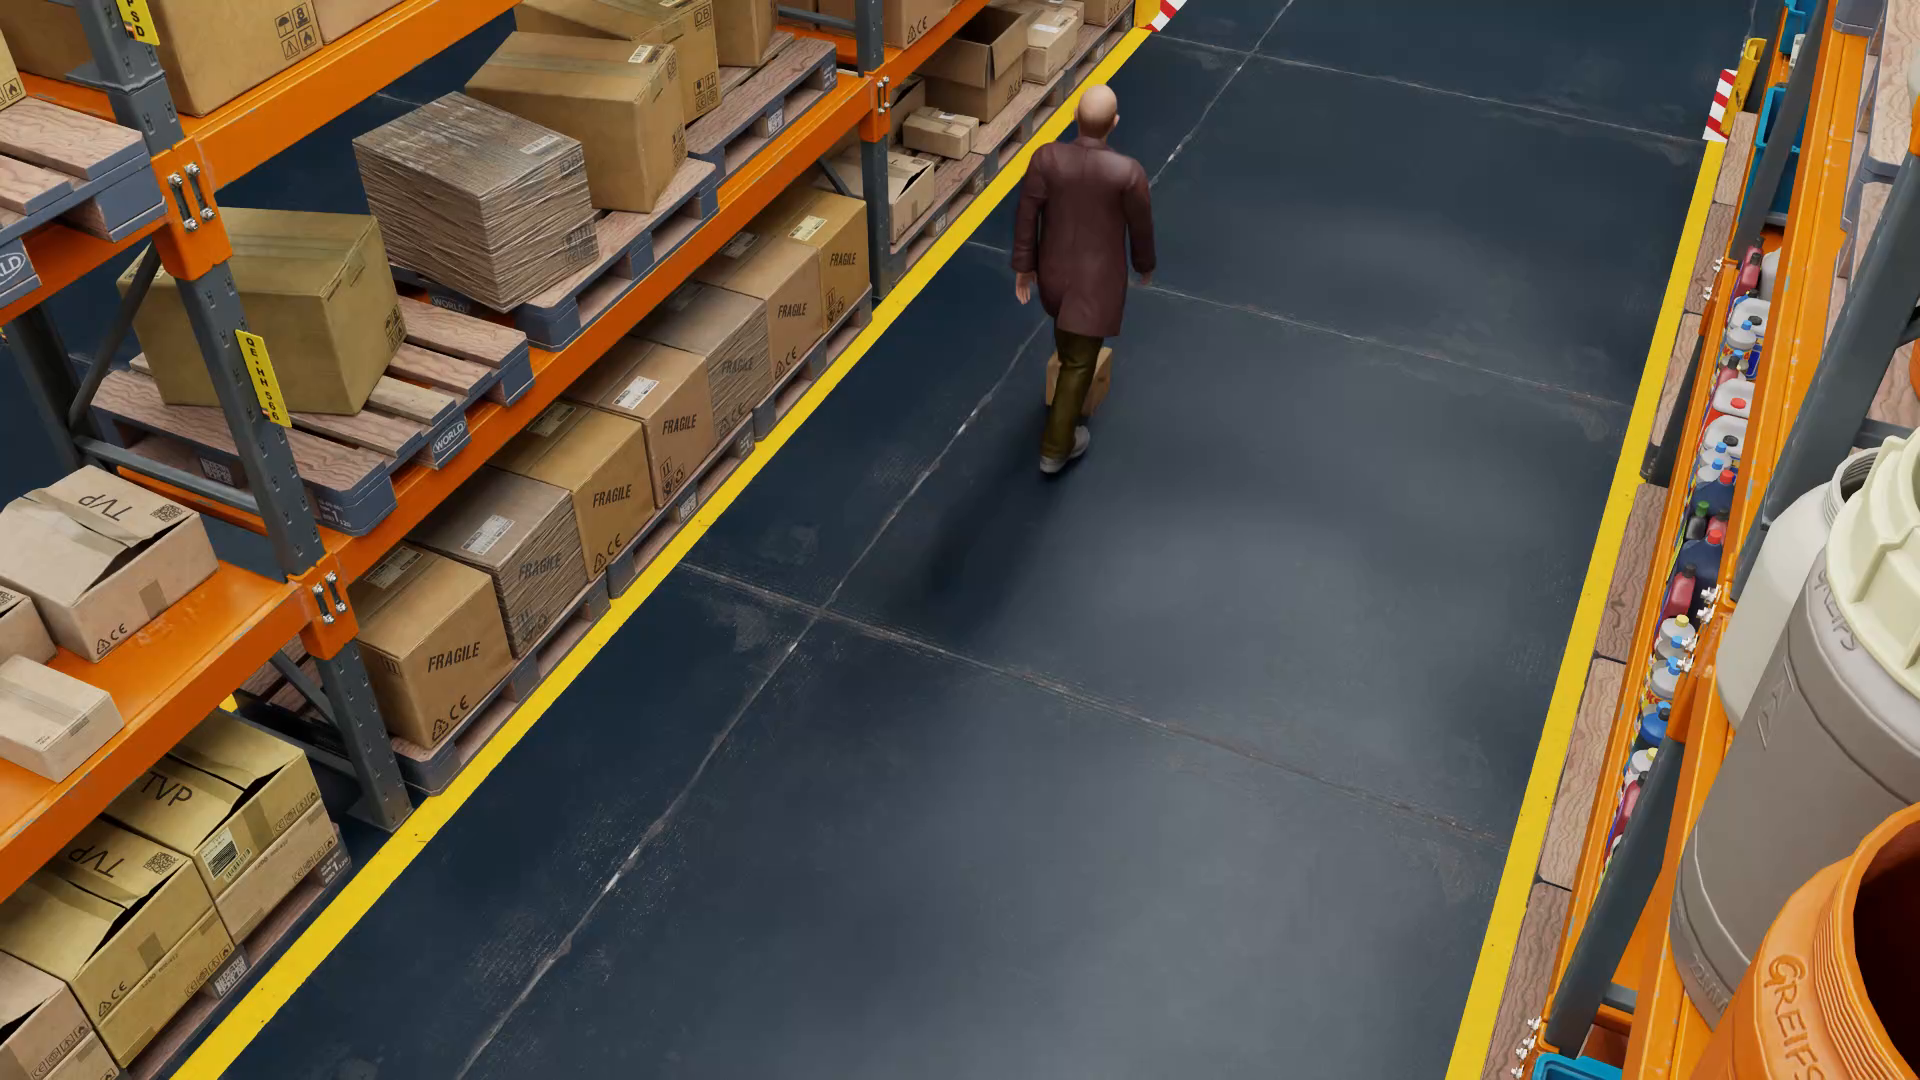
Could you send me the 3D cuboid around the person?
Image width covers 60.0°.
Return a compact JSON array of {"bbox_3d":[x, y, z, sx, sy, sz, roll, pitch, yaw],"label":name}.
[{"bbox_3d":[0.567,-1.222,7.574,0.604,1.786,0.984,18,45,19],"label":"person"}]
